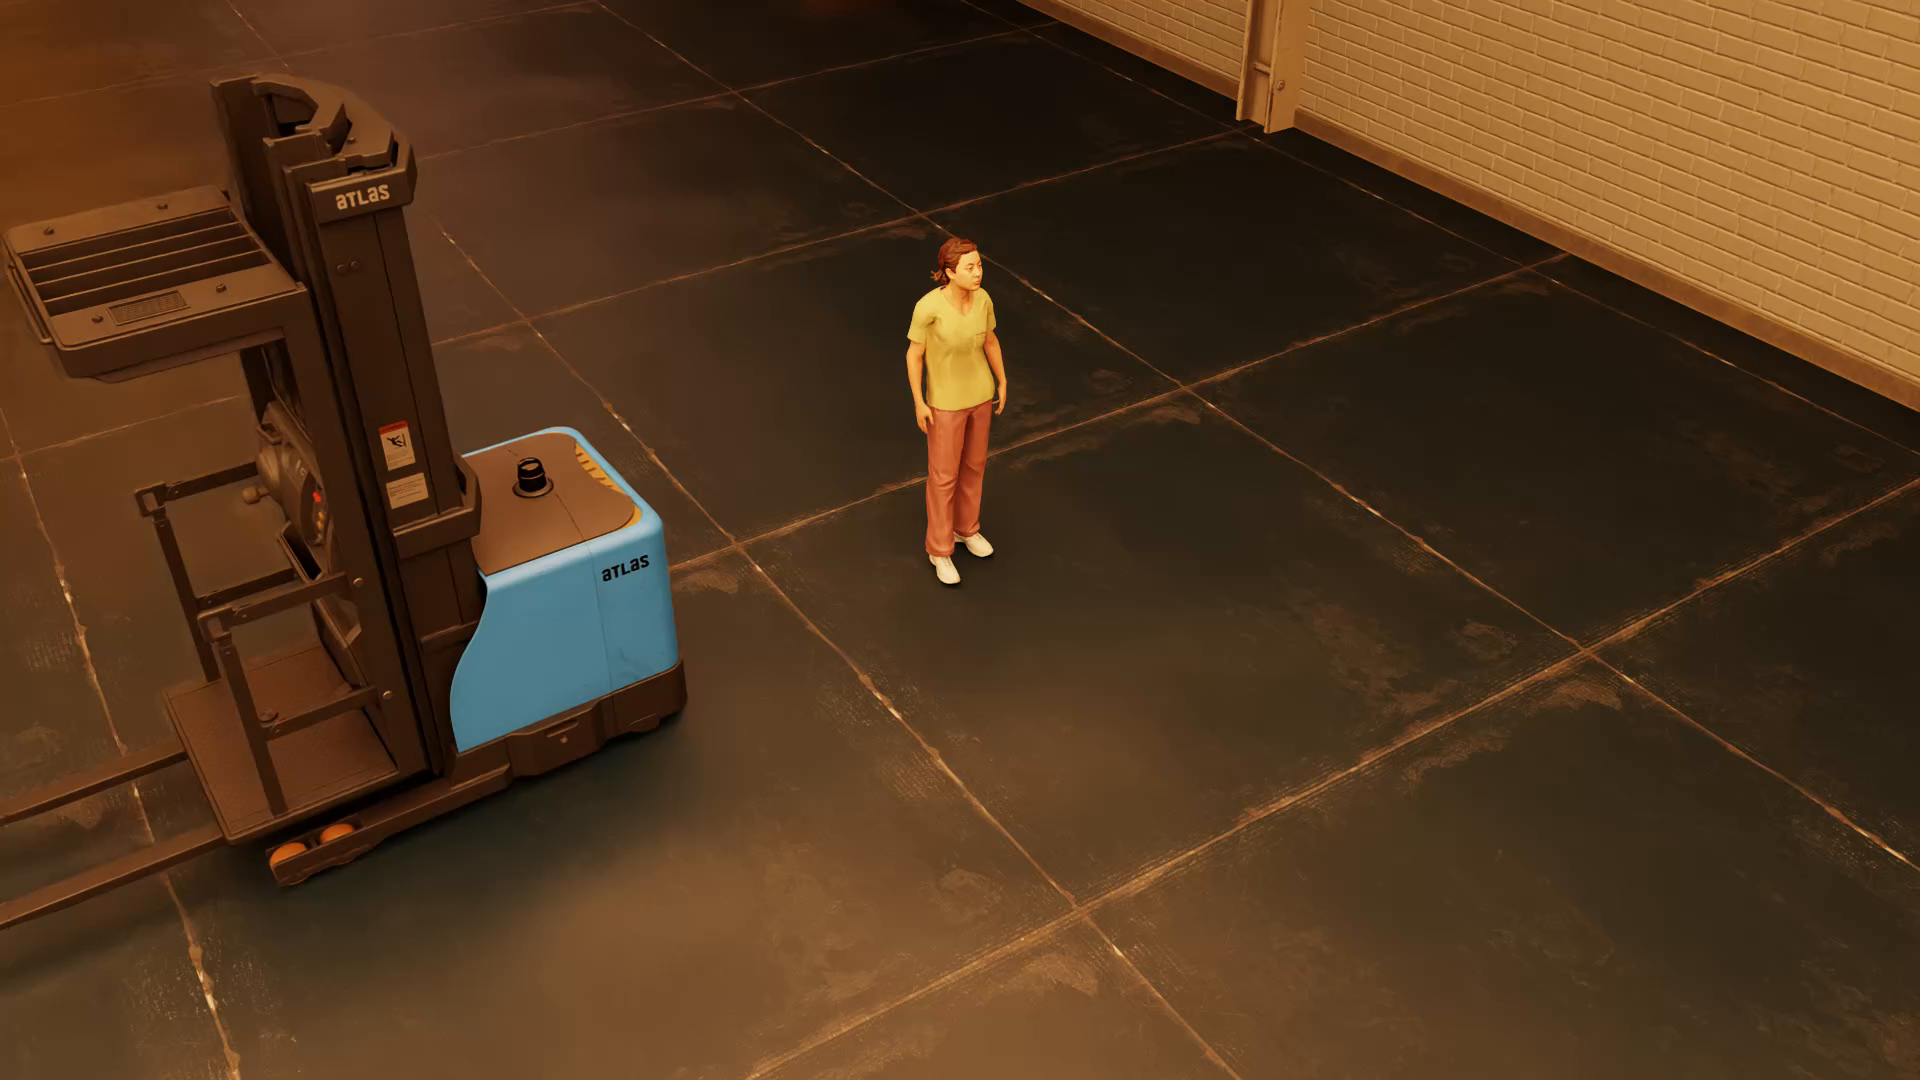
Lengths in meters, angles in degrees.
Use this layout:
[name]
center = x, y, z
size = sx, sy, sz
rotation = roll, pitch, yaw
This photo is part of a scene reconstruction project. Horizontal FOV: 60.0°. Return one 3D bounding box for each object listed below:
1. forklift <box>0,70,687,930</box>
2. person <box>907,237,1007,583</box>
[forklift]
center = -2.741, -0.156, 6.370
size = 3.031, 2.935, 1.130
rotation = -21, 40, -28
[person]
center = 0.031, -0.652, 8.155
size = 0.553, 1.673, 0.548
rotation = -21, 40, -27
